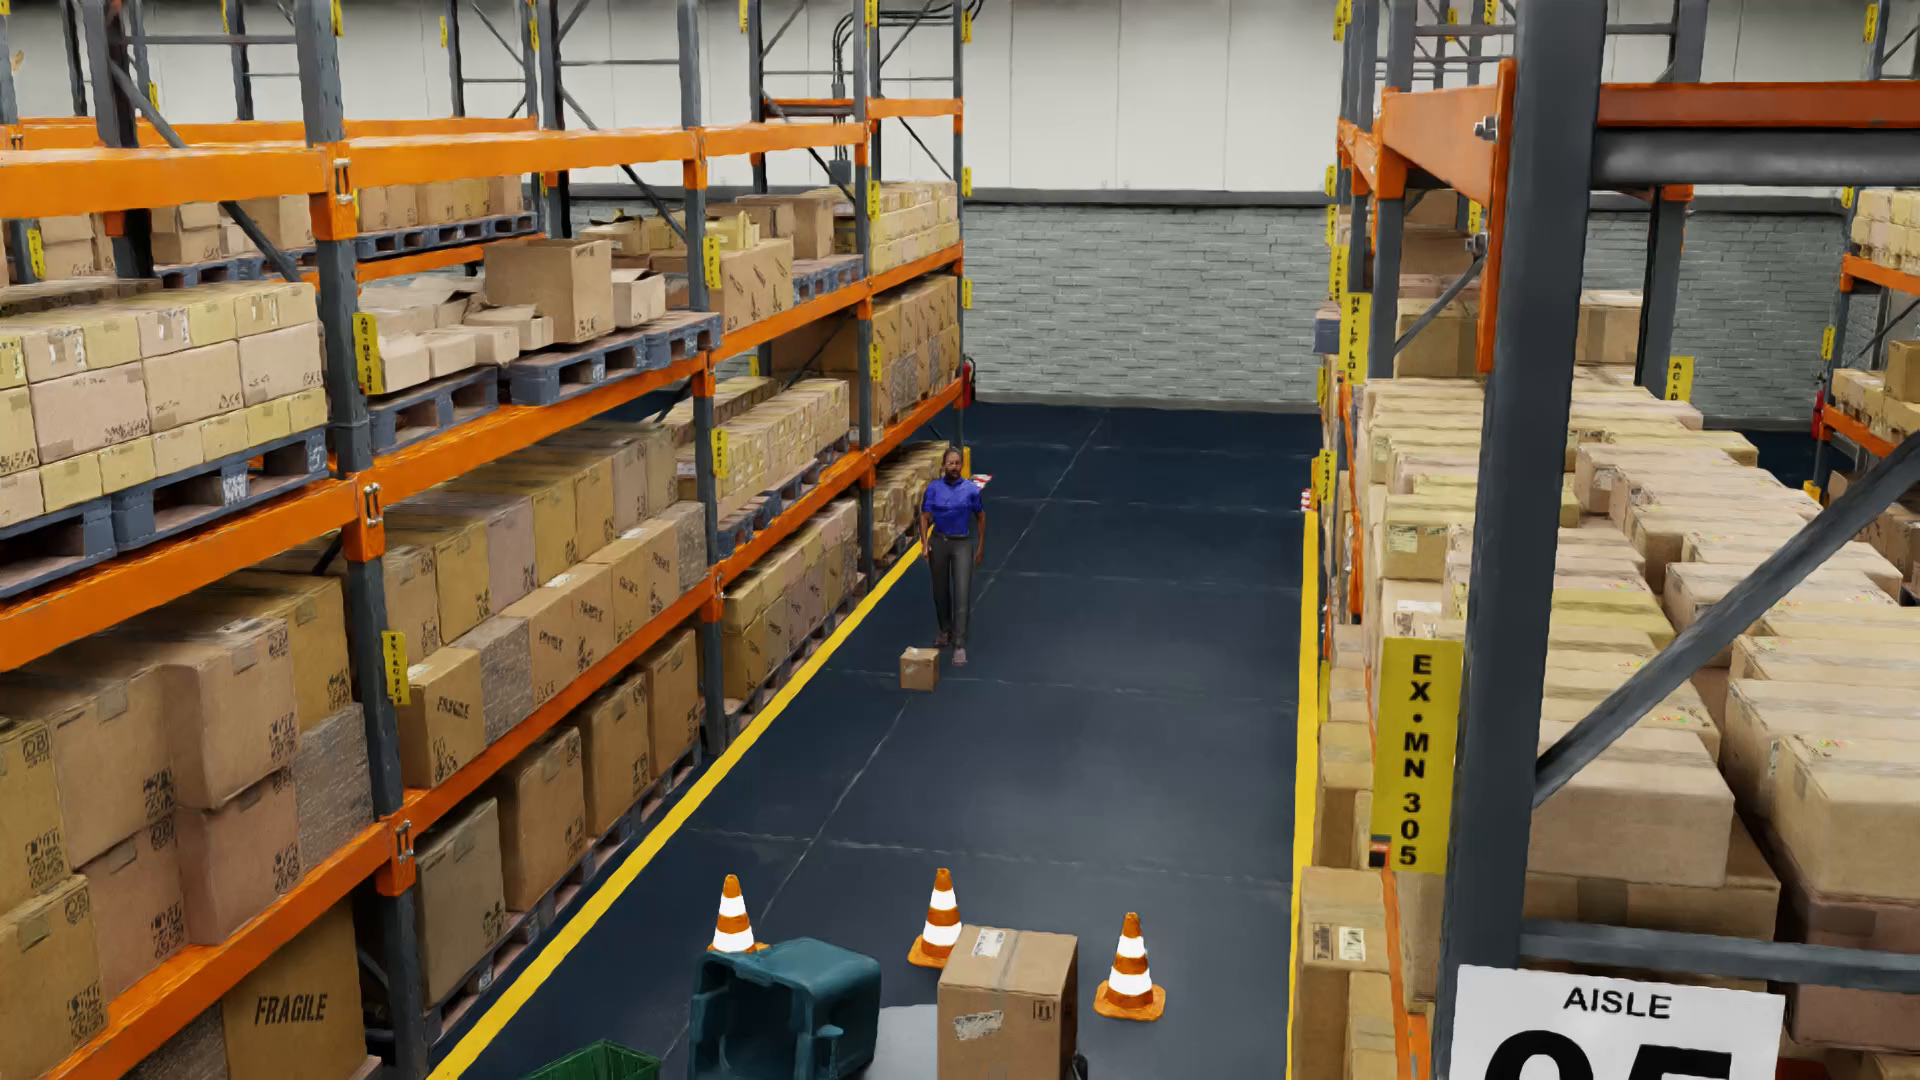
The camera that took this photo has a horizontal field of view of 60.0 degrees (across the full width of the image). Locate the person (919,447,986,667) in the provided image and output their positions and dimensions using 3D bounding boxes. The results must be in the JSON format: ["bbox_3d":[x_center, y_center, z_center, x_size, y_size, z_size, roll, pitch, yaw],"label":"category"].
[{"bbox_3d":[-0.075,0.107,13.164,0.518,1.644,0.758,1,15,5],"label":"person"}]
